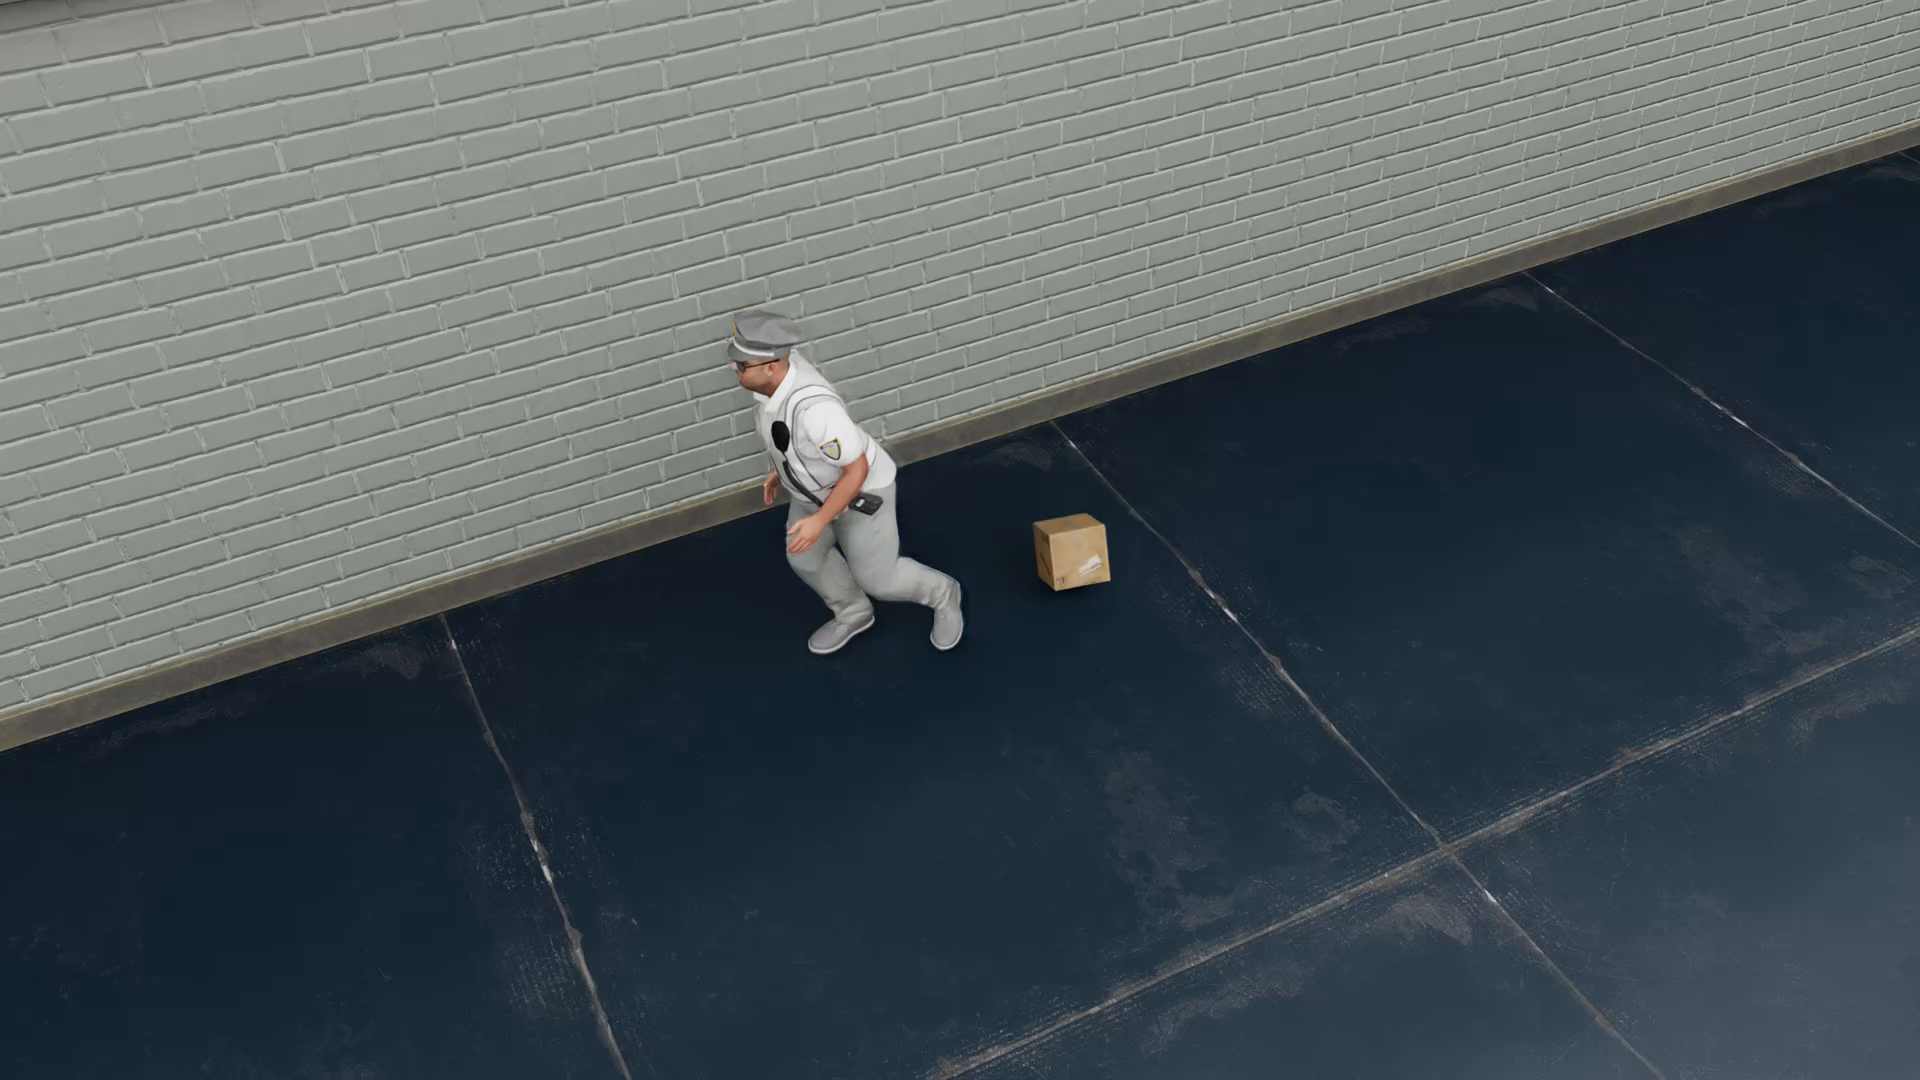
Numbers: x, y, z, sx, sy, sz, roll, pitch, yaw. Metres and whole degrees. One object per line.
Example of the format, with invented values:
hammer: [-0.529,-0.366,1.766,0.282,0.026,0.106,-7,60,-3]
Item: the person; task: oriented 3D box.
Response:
person: [-0.426,-0.227,6.473,0.838,1.667,0.666,-25,47,-26]
